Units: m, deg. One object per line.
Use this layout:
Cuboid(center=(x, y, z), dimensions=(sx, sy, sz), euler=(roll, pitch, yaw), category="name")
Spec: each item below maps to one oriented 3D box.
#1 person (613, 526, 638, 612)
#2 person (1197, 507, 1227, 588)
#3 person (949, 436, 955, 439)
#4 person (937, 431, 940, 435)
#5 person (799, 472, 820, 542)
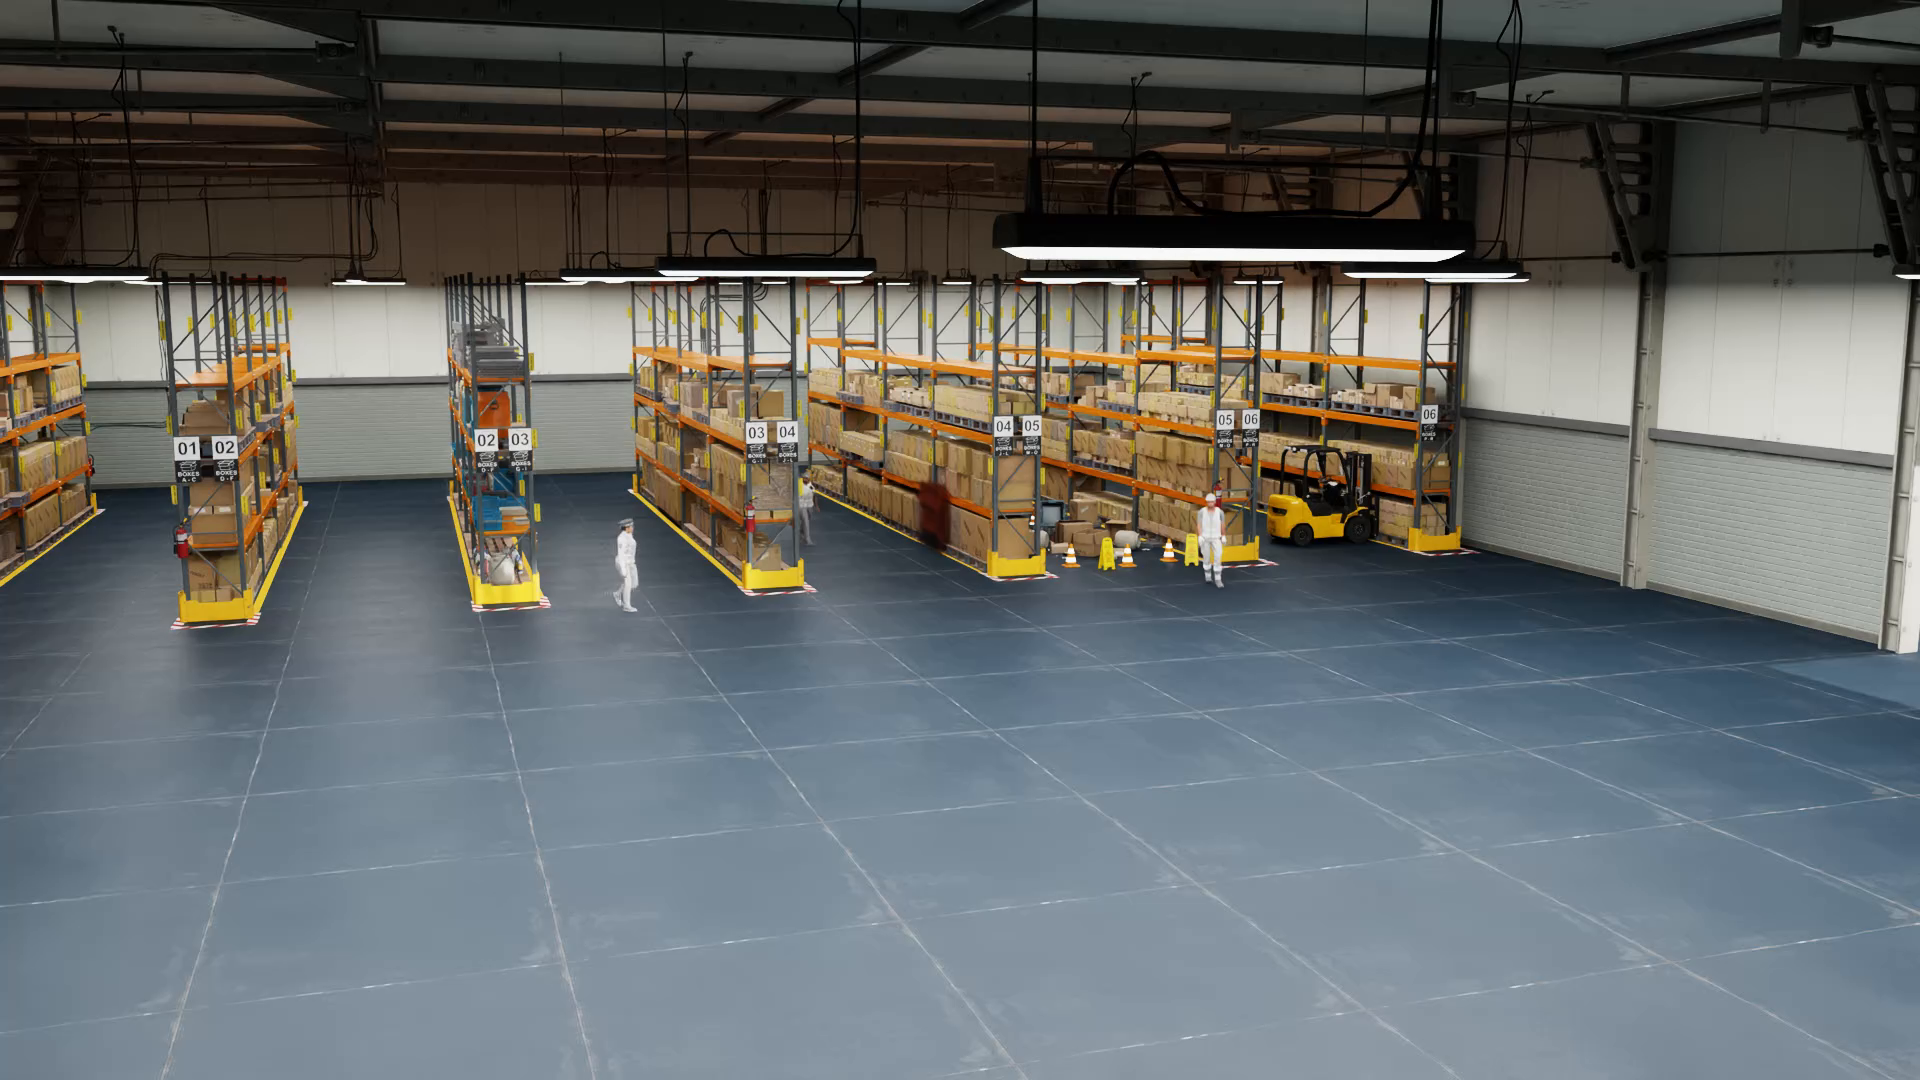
Cuboid(center=(-5.988, 0.444, 29.588), dimensions=(0.549, 1.640, 0.473), euler=(4, 9, 24), category="person")
Cuboid(center=(4.880, 0.099, 32.275), dimensions=(0.577, 1.525, 0.831), euler=(2, 9, 10), category="person")
Cuboid(center=(-0.201, -1.900, 44.755), dimensions=(0.453, 1.775, 0.564), euler=(7, 11, 41), category="person")
Cuboid(center=(-0.838, -2.857, 50.176), dimensions=(0.524, 1.515, 0.484), euler=(7, 11, 40), category="person")
Cuboid(center=(-3.515, -0.782, 37.565), dimensions=(0.523, 1.567, 0.841), euler=(-6, 10, -33), category="person")
